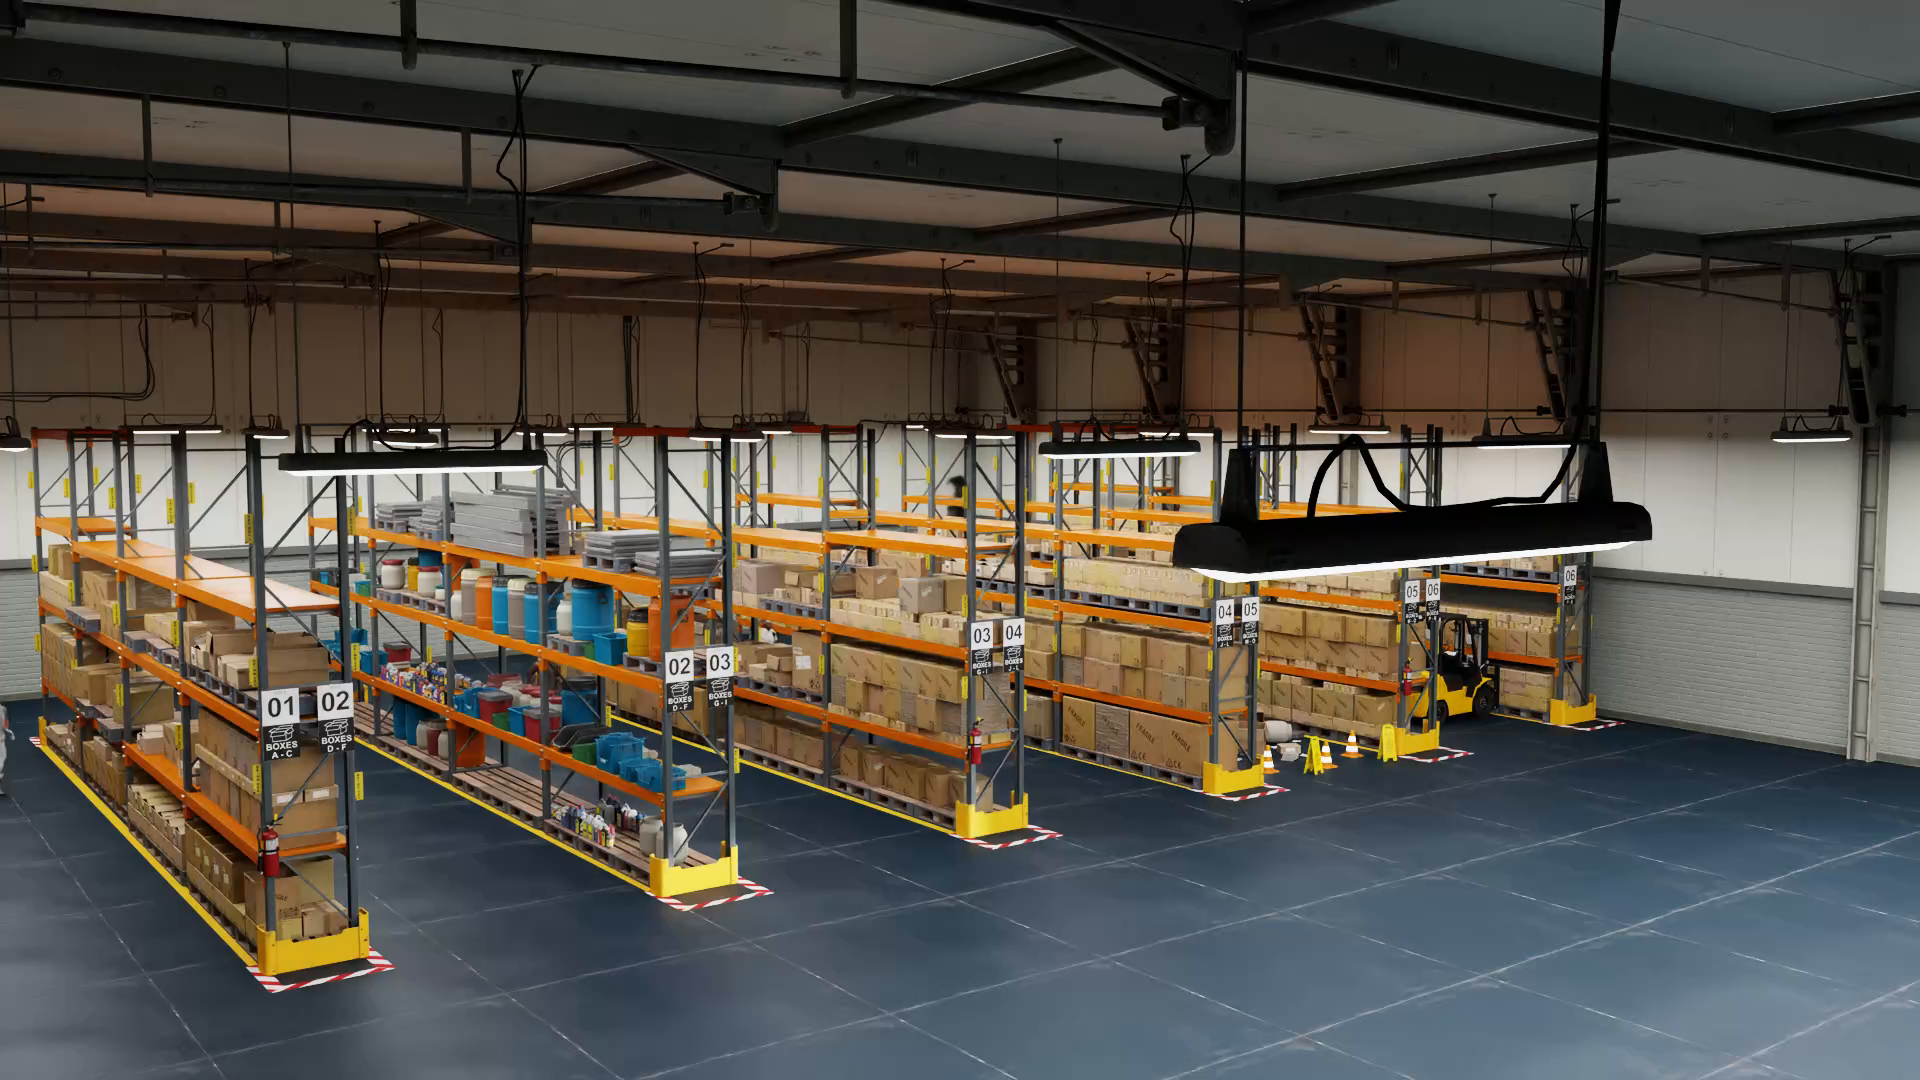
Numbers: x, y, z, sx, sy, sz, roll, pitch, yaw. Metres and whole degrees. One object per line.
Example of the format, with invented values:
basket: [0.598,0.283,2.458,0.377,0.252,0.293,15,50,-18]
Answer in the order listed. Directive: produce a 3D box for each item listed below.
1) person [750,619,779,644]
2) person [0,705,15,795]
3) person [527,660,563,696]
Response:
person: [-4.378,2.580,37.157,0.619,1.739,0.872,-4,6,-43]
person: [-16.010,3.315,27.408,0.851,1.743,0.663,4,6,40]
person: [-7.943,2.961,31.958,0.889,1.792,0.652,3,5,35]
